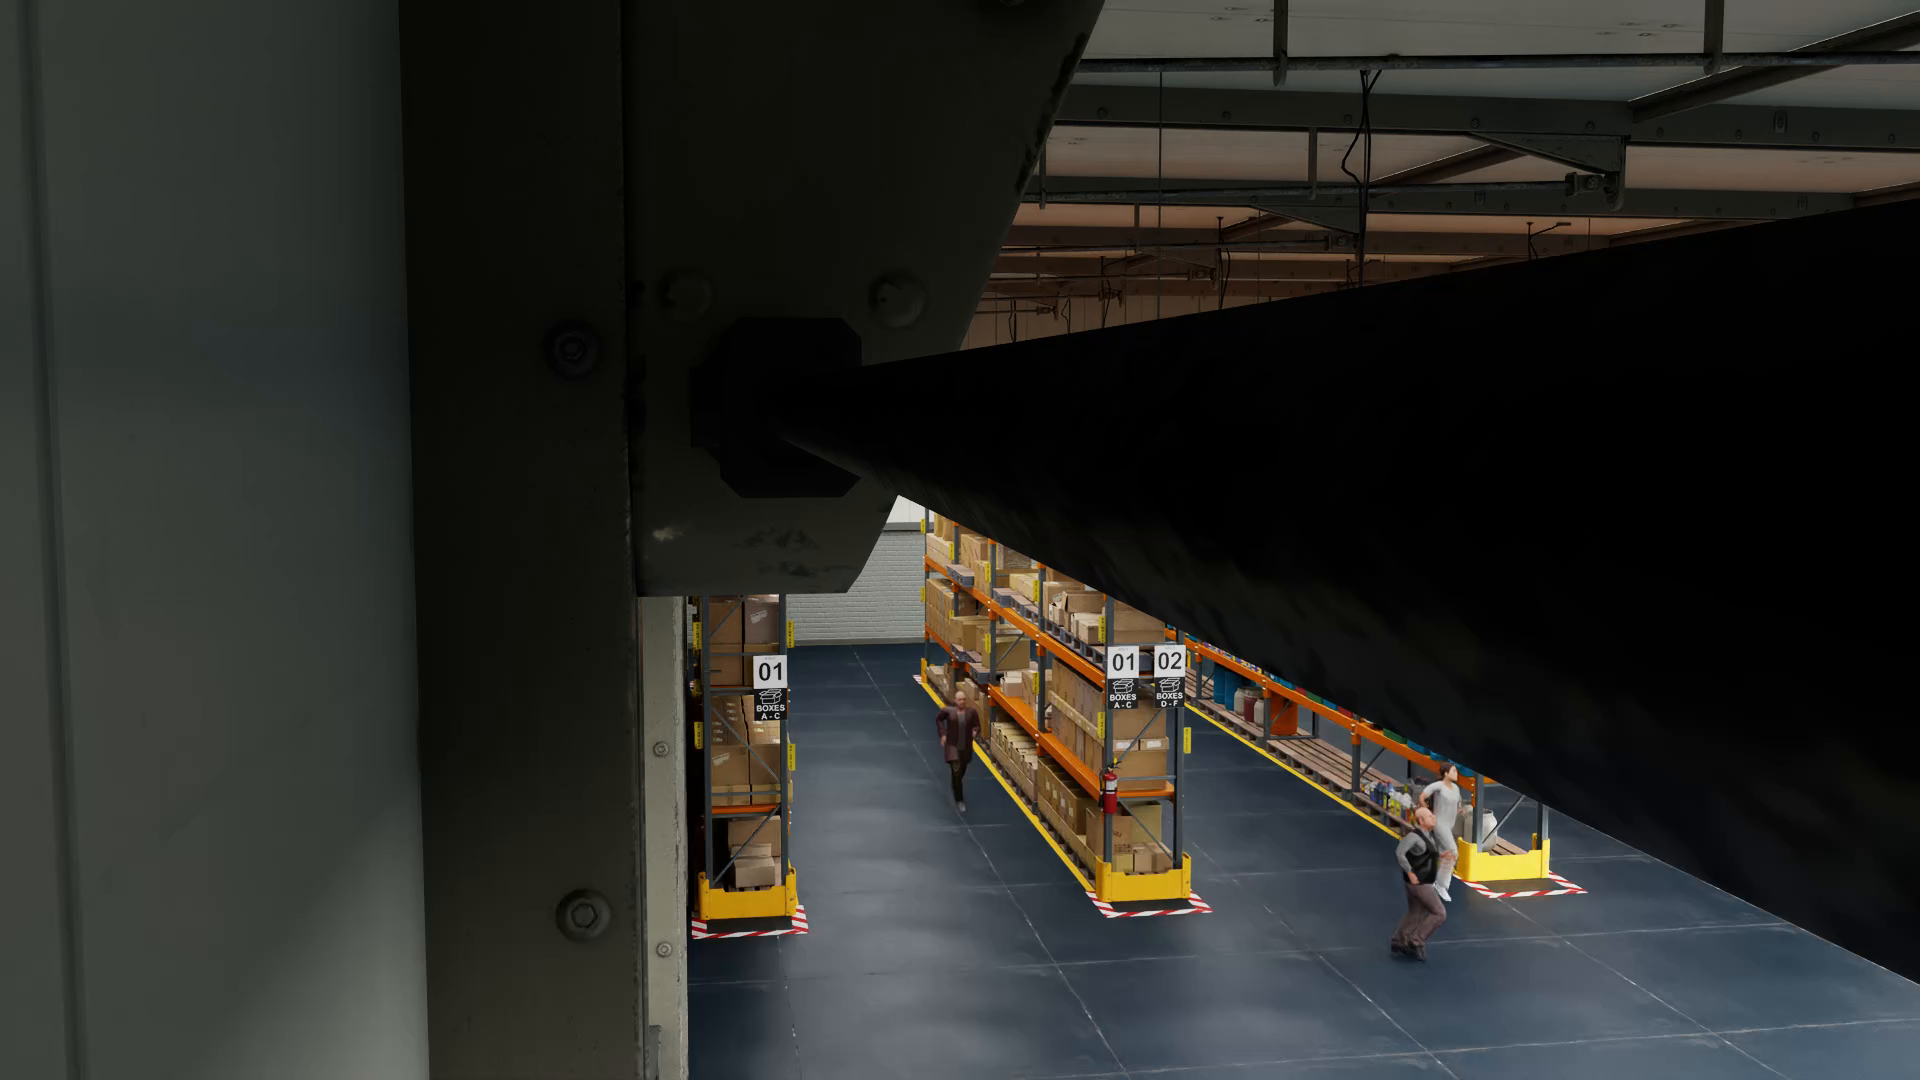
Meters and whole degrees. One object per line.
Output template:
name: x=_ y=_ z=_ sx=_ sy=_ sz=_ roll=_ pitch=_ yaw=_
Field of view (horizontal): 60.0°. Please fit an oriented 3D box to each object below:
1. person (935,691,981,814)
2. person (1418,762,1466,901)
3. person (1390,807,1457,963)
person: x=-0.019 y=3.296 z=25.551 sx=0.649 sy=1.607 sz=1.026 roll=-1 pitch=5 yaw=-17
person: x=6.116 y=3.660 z=21.120 sx=0.673 sy=1.701 sz=0.576 roll=5 pitch=7 yaw=45
person: x=5.190 y=3.850 z=18.619 sx=0.704 sy=1.735 sz=0.631 roll=2 pitch=5 yaw=22
